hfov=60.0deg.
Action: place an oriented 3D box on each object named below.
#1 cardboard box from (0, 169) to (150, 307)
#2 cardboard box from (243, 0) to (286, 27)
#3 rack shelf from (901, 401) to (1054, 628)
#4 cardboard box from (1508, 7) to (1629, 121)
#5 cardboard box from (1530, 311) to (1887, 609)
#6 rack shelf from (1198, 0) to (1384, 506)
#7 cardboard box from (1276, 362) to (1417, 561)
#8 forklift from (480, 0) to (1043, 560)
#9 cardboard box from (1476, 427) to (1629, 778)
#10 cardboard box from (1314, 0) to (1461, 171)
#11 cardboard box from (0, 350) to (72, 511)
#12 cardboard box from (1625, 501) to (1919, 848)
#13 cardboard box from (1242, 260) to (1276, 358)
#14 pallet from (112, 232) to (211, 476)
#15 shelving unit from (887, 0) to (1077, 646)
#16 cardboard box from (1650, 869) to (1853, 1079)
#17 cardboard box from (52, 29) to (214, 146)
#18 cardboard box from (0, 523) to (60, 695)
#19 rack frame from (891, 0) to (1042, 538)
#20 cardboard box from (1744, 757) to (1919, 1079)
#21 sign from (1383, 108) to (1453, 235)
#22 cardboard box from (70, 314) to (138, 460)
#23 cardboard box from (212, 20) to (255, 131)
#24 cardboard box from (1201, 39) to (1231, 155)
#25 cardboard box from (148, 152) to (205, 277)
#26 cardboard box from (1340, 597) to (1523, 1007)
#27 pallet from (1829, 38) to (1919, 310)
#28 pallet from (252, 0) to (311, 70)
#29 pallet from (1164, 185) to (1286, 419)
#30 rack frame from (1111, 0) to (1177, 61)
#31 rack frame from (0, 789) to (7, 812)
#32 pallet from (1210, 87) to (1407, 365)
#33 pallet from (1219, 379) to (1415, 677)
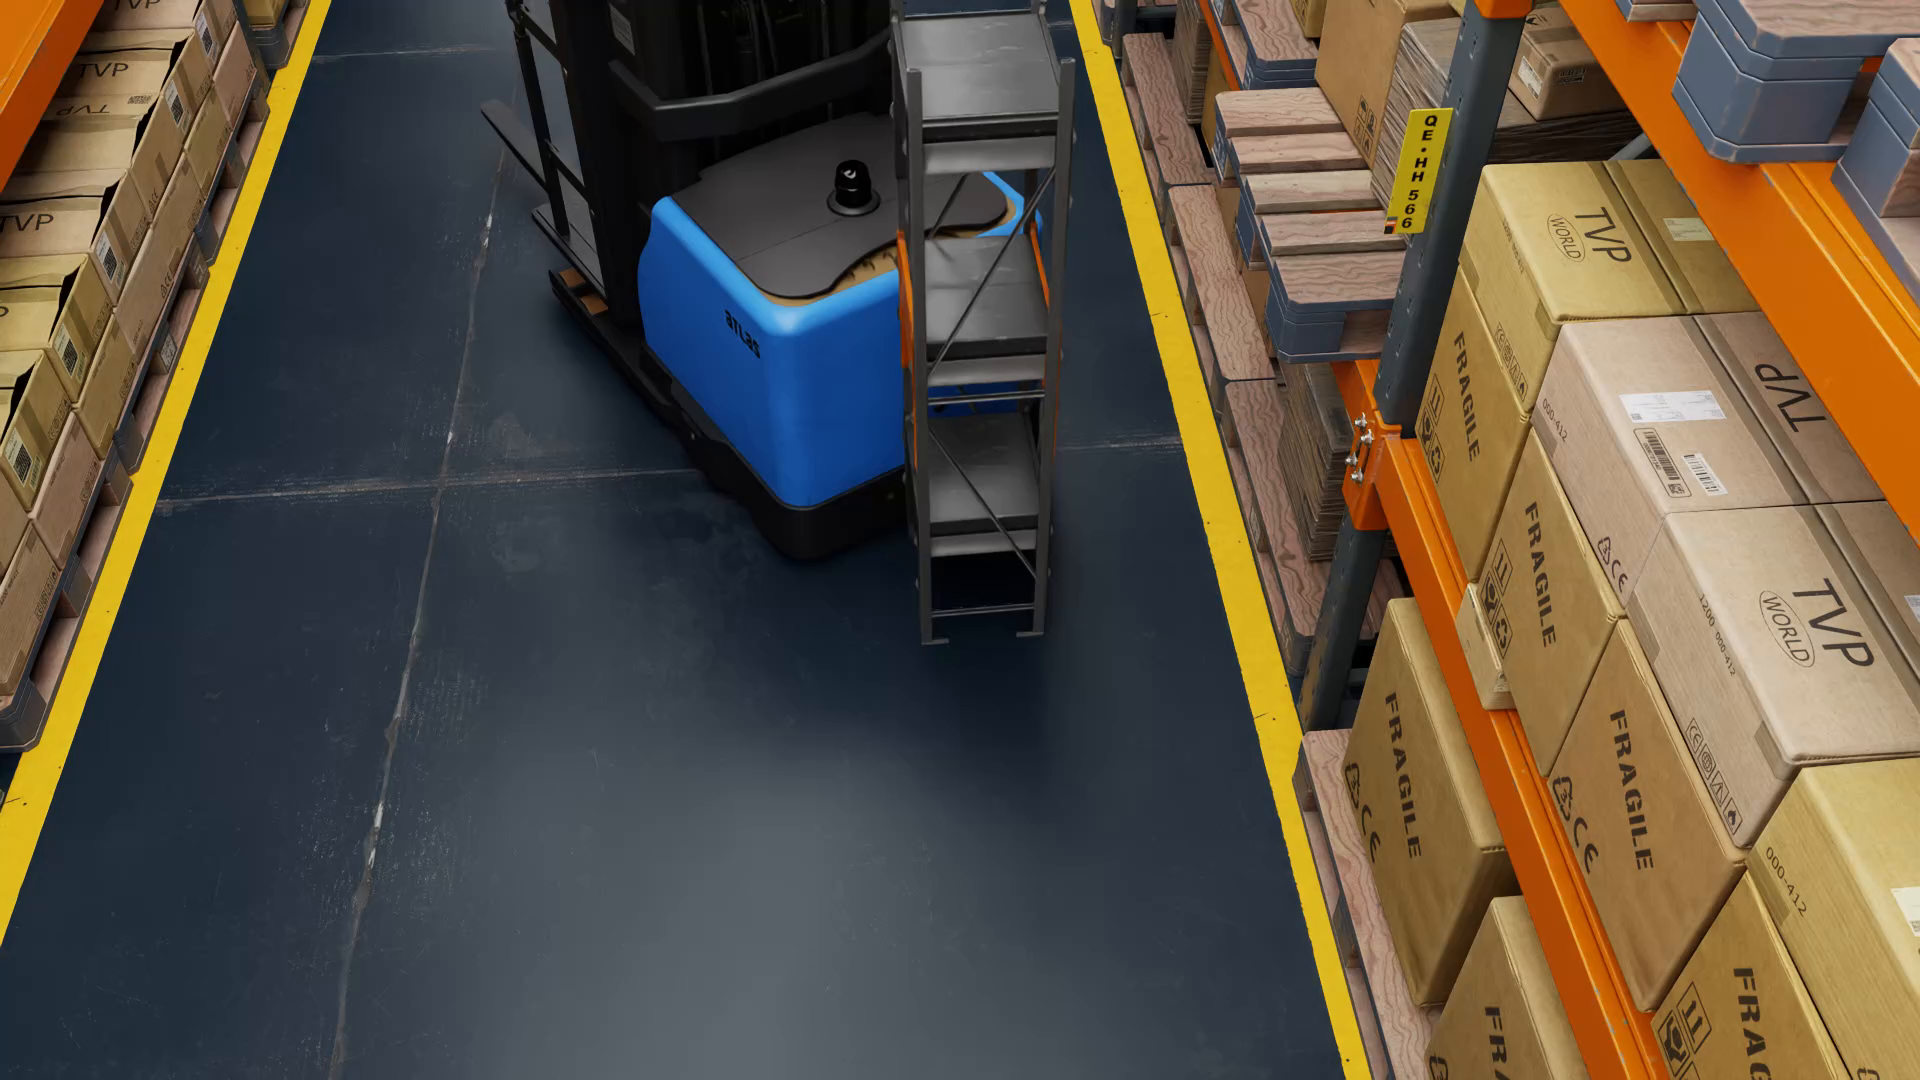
[{"bbox_3d":[-3.258,-1.095,5.939,0.500,0.311,0.500,-4,47,-4],"label":"cardboard box"},{"bbox_3d":[-3.442,-2.632,7.782,0.500,0.250,0.500,-3,47,-3],"label":"cardboard box"},{"bbox_3d":[0.047,-0.082,5.365,0.431,0.518,0.480,-5,47,-4],"label":"rack shelf"},{"bbox_3d":[1.506,-1.146,3.950,0.380,0.149,0.250,-9,47,-8],"label":"cardboard box"},{"bbox_3d":[1.392,-0.158,3.029,0.500,0.250,0.500,-4,47,-4],"label":"cardboard box"},{"bbox_3d":[1.398,-1.689,5.779,1.077,0.370,4.000,-3,47,-3],"label":"rack shelf"},{"bbox_3d":[1.453,-0.299,5.386,0.700,0.500,0.500,-3,47,-3],"label":"cardboard box"},{"bbox_3d":[-0.962,-1.984,5.610,1.130,2.935,3.031,-26,52,-23],"label":"forklift"},{"bbox_3d":[1.385,0.114,3.289,0.500,0.500,0.500,-2,47,-2],"label":"cardboard box"},{"bbox_3d":[1.442,-1.417,4.654,0.700,0.500,0.500,-7,47,-7],"label":"cardboard box"},{"bbox_3d":[-3.174,-0.353,5.237,0.500,0.311,0.500,-5,47,-4],"label":"cardboard box"},{"bbox_3d":[1.438,0.204,2.687,0.500,0.250,0.500,-3,47,-3],"label":"cardboard box"},{"bbox_3d":[1.456,-1.036,6.084,0.700,0.500,0.500,-4,47,-4],"label":"cardboard box"},{"bbox_3d":[-3.500,-0.705,6.272,1.003,0.211,1.213,-3,47,-3],"label":"pallet"},{"bbox_3d":[0.047,-0.573,4.847,0.431,2.100,0.503,-5,47,-4],"label":"shelving unit"},{"bbox_3d":[1.477,0.849,2.592,0.500,0.500,0.500,-2,47,-2],"label":"cardboard box"},{"bbox_3d":[-3.336,-1.820,6.626,0.500,0.311,0.500,-2,47,-2],"label":"cardboard box"},{"bbox_3d":[-3.122,0.219,5.081,0.500,0.250,0.500,-4,47,-3],"label":"cardboard box"},{"bbox_3d":[0.021,-0.749,5.013,0.400,2.100,0.015,-5,47,-4],"label":"rack frame"},{"bbox_3d":[1.487,0.573,2.338,0.500,0.250,0.500,-4,47,-4],"label":"cardboard box"},{"bbox_3d":[1.025,-0.820,3.718,0.100,0.325,0.005,-3,47,-3],"label":"sign"},{"bbox_3d":[-3.215,-0.520,5.782,0.500,0.250,0.500,-5,47,-4],"label":"cardboard box"},{"bbox_3d":[-3.382,-1.996,7.179,0.500,0.250,0.500,-4,47,-4],"label":"cardboard box"},{"bbox_3d":[1.402,-1.773,6.781,0.700,0.500,0.500,-4,47,-4],"label":"cardboard box"},{"bbox_3d":[-3.298,-1.260,6.482,0.500,0.250,0.500,-3,47,-2],"label":"cardboard box"},{"bbox_3d":[1.496,0.646,4.264,0.750,0.750,0.750,-4,47,-4],"label":"cardboard box"},{"bbox_3d":[1.768,-0.184,1.923,1.003,0.211,1.213,-2,47,-1],"label":"pallet"},{"bbox_3d":[-3.731,-2.699,8.160,1.003,0.211,1.213,-3,47,-3],"label":"pallet"},{"bbox_3d":[1.402,-0.976,6.529,1.003,0.211,1.213,-3,47,-3],"label":"pallet"},{"bbox_3d":[1.230,-3.383,6.888,1.000,3.000,0.127,-3,47,-3],"label":"rack frame"},{"bbox_3d":[-3.371,-0.185,3.860,1.000,3.000,0.127,-3,47,-3],"label":"rack frame"},{"bbox_3d":[1.399,-0.932,4.699,1.213,0.211,1.003,-3,47,-3],"label":"pallet"},{"bbox_3d":[1.501,-0.096,5.695,1.003,0.211,1.213,-3,47,-3],"label":"pallet"}]
